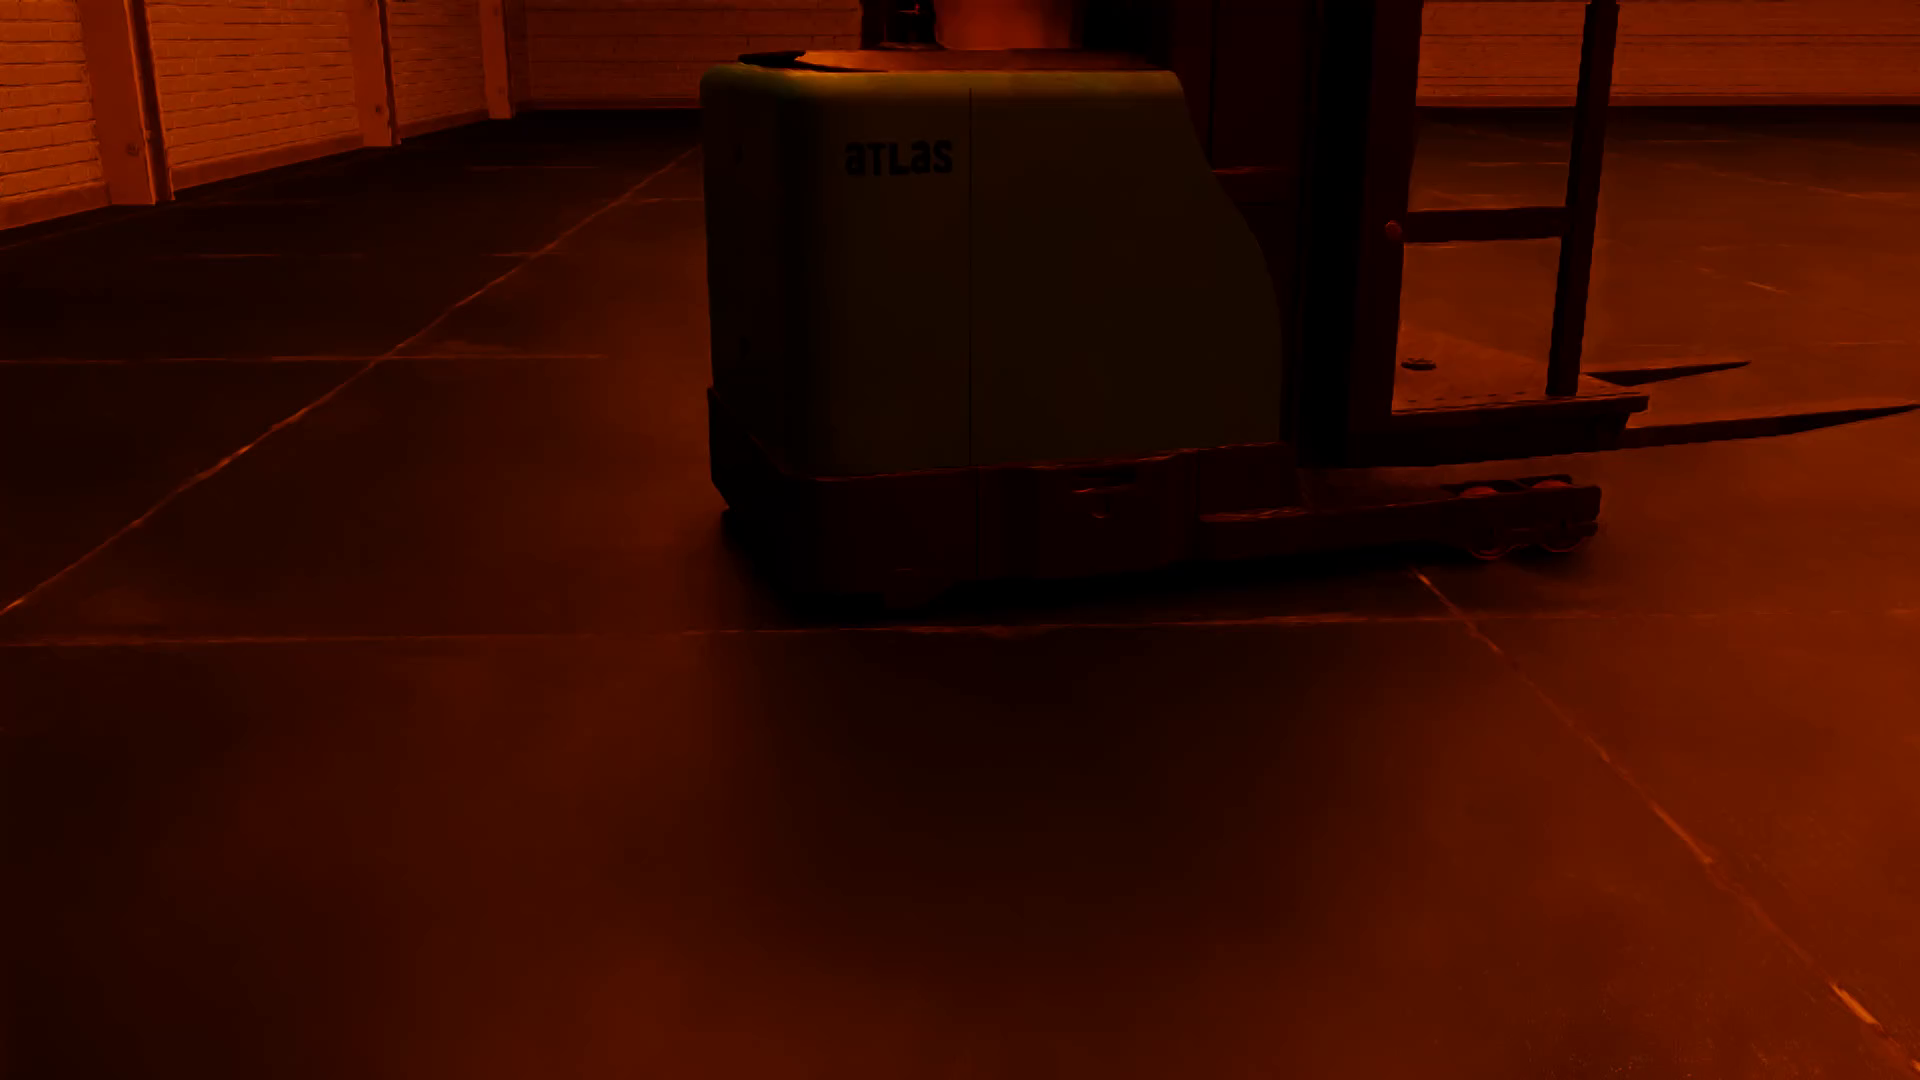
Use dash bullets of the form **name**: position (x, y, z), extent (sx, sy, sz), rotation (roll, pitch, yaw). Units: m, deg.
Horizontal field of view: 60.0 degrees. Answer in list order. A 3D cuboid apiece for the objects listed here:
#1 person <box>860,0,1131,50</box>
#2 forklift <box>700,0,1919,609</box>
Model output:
- **person**: position (0.120, -1.016, 4.107), extent (0.737, 1.726, 0.880), rotation (-3, 17, -9)
- **forklift**: position (0.953, -1.497, 3.801), extent (3.031, 2.935, 1.130), rotation (-5, 18, -17)
